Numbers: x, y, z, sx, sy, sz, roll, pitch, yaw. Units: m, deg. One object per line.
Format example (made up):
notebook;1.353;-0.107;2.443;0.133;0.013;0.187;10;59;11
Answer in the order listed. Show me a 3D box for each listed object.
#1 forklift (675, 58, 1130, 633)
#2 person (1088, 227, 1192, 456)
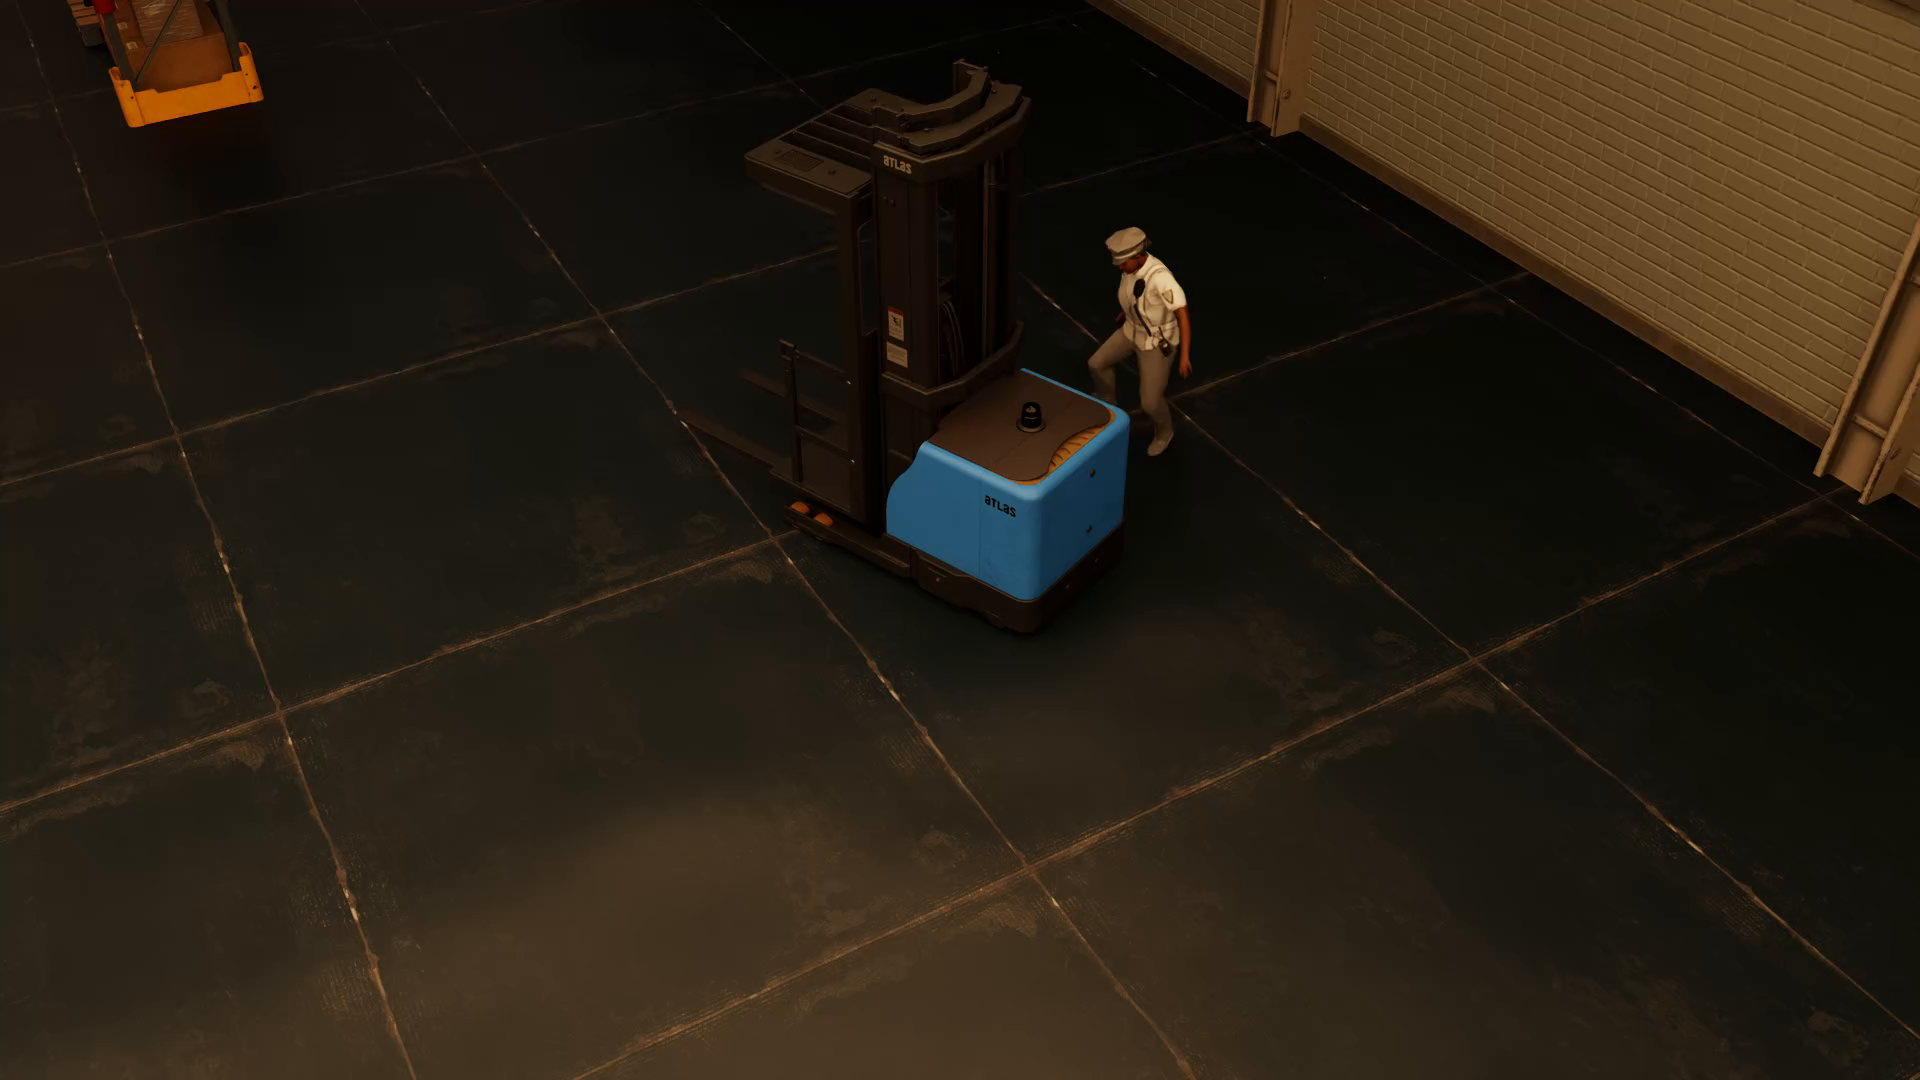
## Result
forklift;-0.481;-1.366;9.683;3.031;2.935;1.130;26;46;28
person;1.152;-1.262;10.640;0.508;1.610;1.067;-21;44;-24
